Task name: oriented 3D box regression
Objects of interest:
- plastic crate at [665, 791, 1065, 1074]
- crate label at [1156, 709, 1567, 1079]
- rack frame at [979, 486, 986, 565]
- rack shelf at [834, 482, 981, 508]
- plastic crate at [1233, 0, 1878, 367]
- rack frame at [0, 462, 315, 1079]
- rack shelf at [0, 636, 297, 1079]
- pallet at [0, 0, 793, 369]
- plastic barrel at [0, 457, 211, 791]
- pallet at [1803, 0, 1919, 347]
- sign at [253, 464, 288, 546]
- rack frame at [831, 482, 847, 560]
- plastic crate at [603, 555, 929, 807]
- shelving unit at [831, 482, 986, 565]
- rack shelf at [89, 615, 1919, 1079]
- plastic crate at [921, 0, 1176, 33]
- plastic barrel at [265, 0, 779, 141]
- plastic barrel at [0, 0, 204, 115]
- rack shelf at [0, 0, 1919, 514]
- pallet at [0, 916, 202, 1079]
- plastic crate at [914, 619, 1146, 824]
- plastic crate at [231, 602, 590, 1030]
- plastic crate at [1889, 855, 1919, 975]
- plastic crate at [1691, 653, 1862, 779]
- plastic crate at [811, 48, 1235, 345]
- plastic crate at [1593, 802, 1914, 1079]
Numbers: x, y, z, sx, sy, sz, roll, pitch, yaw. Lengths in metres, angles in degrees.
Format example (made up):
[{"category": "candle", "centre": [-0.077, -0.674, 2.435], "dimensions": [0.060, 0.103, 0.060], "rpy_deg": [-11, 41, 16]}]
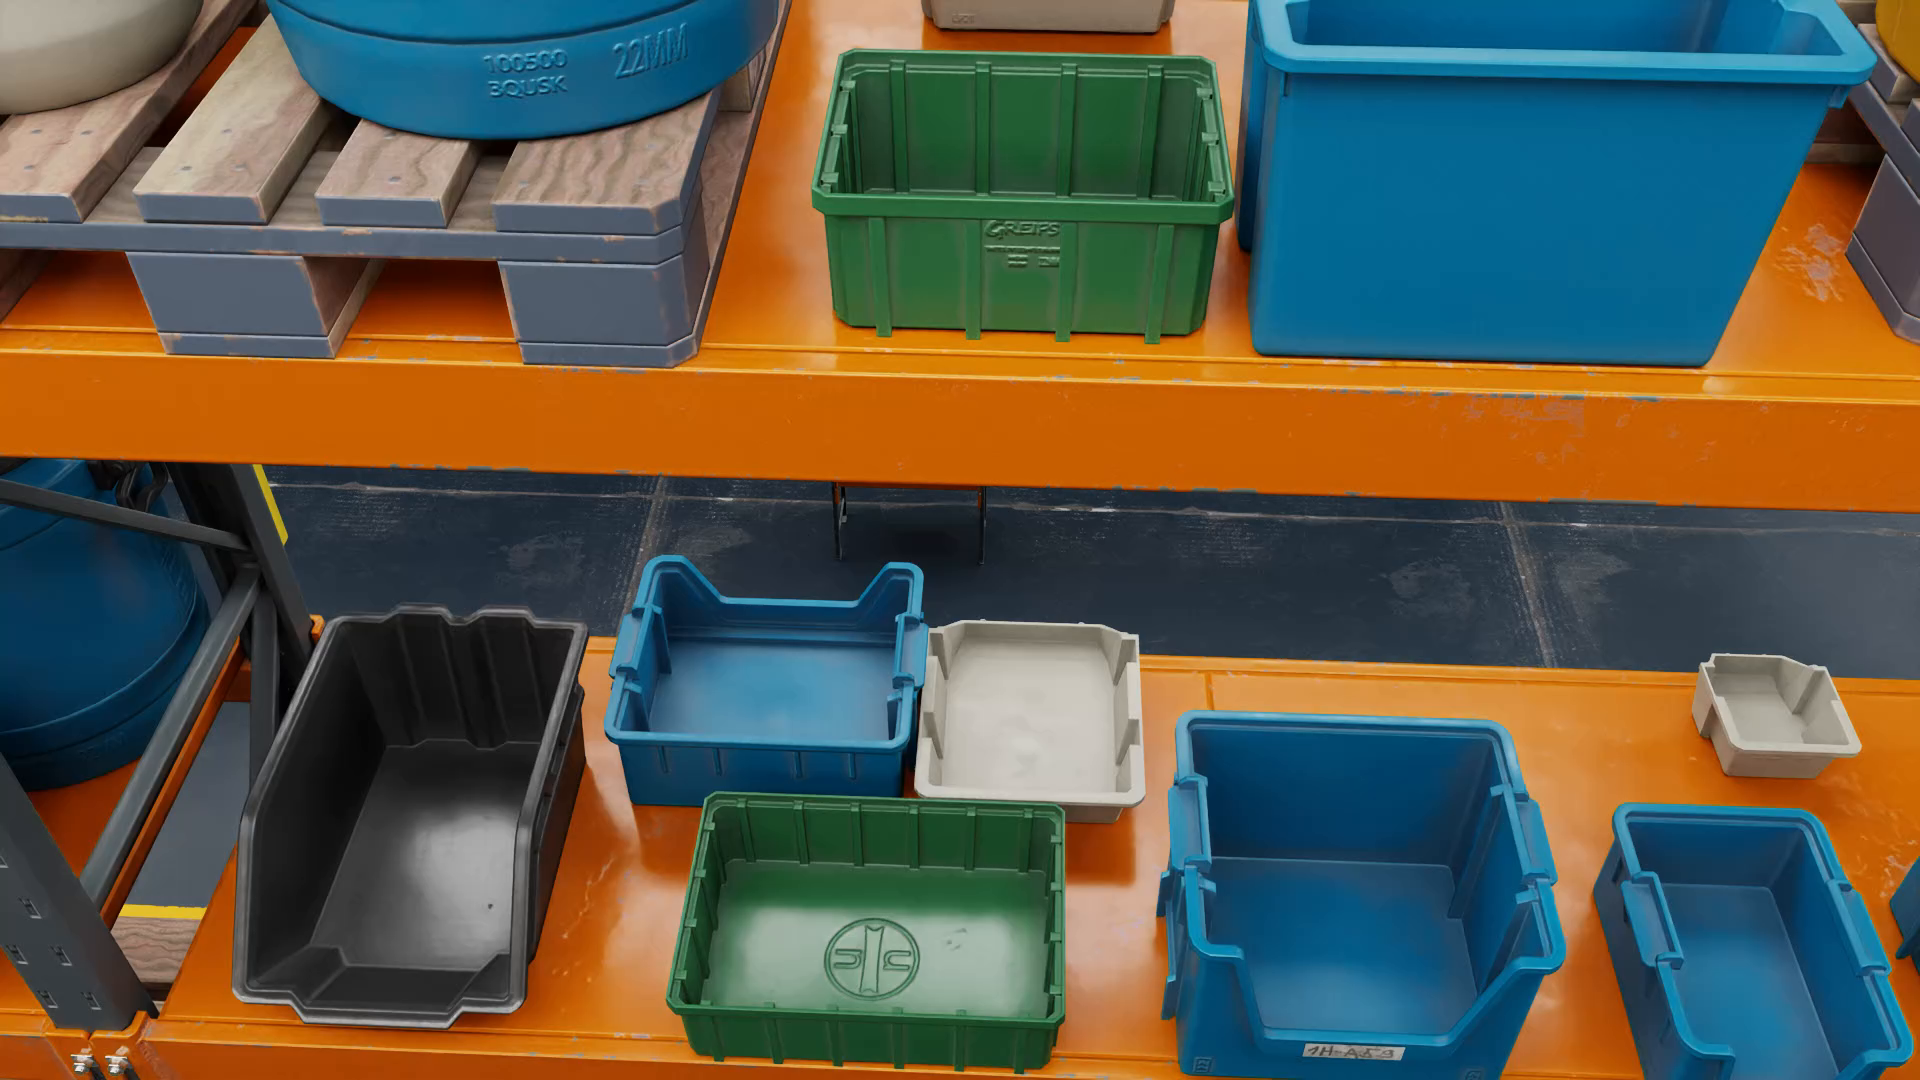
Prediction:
[{"category": "plastic crate", "centre": [-0.148, 0.695, 2.959], "dimensions": [0.662, 0.188, 0.450], "rpy_deg": [2, 43, 2]}, {"category": "crate label", "centre": [0.654, 0.621, 2.857], "dimensions": [0.616, 0.435, 0.502], "rpy_deg": [2, 43, 2]}, {"category": "rack frame", "centre": [0.078, -0.437, 5.338], "dimensions": [0.015, 1.200, 0.240], "rpy_deg": [2, 43, 2]}, {"category": "rack shelf", "centre": [-0.165, -0.250, 5.528], "dimensions": [0.480, 0.148, 0.258], "rpy_deg": [2, 43, 2]}, {"category": "plastic crate", "centre": [0.586, -0.439, 1.832], "dimensions": [0.575, 0.384, 0.392], "rpy_deg": [2, 43, 2]}, {"category": "rack frame", "centre": [-1.491, 0.384, 3.138], "dimensions": [0.127, 3.000, 1.000], "rpy_deg": [2, 43, 2]}, {"category": "rack shelf", "centre": [-3.489, 0.585, 3.449], "dimensions": [4.000, 0.370, 1.077], "rpy_deg": [2, 43, 2]}, {"category": "pallet", "centre": [-0.766, -0.689, 2.227], "dimensions": [1.003, 0.211, 1.213], "rpy_deg": [2, 43, 2]}, {"category": "plastic barrel", "centre": [-1.864, -0.018, 3.201], "dimensions": [0.708, 0.901, 0.600], "rpy_deg": [2, 43, 2]}, {"category": "pallet", "centre": [1.682, -0.614, 2.147], "dimensions": [1.213, 0.211, 1.003], "rpy_deg": [2, 43, 2]}, {"category": "sign", "centre": [-1.456, -0.092, 3.445], "dimensions": [0.005, 0.325, 0.100], "rpy_deg": [2, 43, 2]}, {"category": "rack frame", "centre": [-0.409, -0.452, 5.355], "dimensions": [0.015, 1.200, 0.240], "rpy_deg": [2, 43, 2]}, {"category": "plastic crate", "centre": [-0.374, 0.287, 3.350], "dimensions": [0.616, 0.251, 0.499], "rpy_deg": [2, 43, 2]}, {"category": "shelving unit", "centre": [-0.165, -0.444, 5.346], "dimensions": [0.503, 1.200, 0.258], "rpy_deg": [2, 43, 2]}, {"category": "rack shelf", "centre": [0.507, 0.708, 3.317], "dimensions": [4.000, 0.370, 1.077], "rpy_deg": [2, 43, 2]}, {"category": "plastic crate", "centre": [0.130, -0.844, 2.448], "dimensions": [0.396, 0.136, 0.243], "rpy_deg": [2, 43, 2]}, {"category": "plastic barrel", "centre": [-0.502, -0.948, 1.690], "dimensions": [0.708, 0.901, 0.600], "rpy_deg": [2, 43, 2]}, {"category": "plastic barrel", "centre": [-1.070, -0.762, 1.776], "dimensions": [0.421, 0.512, 0.421], "rpy_deg": [0, 43, 0]}, {"category": "rack shelf", "centre": [0.507, -0.389, 2.295], "dimensions": [4.000, 0.370, 1.077], "rpy_deg": [2, 43, 2]}, {"category": "pallet", "centre": [-2.278, 1.406, 4.086], "dimensions": [1.213, 0.211, 1.003], "rpy_deg": [2, 43, 2]}, {"category": "plastic crate", "centre": [0.142, 0.357, 3.359], "dimensions": [0.437, 0.136, 0.530], "rpy_deg": [2, 43, 2]}, {"category": "plastic crate", "centre": [-0.974, 0.509, 3.049], "dimensions": [0.504, 0.338, 0.767], "rpy_deg": [2, 43, 2]}, {"category": "plastic crate", "centre": [1.991, 0.749, 2.854], "dimensions": [0.616, 0.251, 0.499], "rpy_deg": [2, 43, 2]}, {"category": "plastic crate", "centre": [1.625, 0.356, 3.360], "dimensions": [0.250, 0.136, 0.298], "rpy_deg": [2, 43, 2]}, {"category": "plastic crate", "centre": [0.073, -0.403, 1.936], "dimensions": [0.450, 0.188, 0.336], "rpy_deg": [2, 43, 2]}, {"category": "plastic crate", "centre": [1.343, 0.725, 2.880], "dimensions": [0.408, 0.251, 0.499], "rpy_deg": [2, 43, 2]}]
